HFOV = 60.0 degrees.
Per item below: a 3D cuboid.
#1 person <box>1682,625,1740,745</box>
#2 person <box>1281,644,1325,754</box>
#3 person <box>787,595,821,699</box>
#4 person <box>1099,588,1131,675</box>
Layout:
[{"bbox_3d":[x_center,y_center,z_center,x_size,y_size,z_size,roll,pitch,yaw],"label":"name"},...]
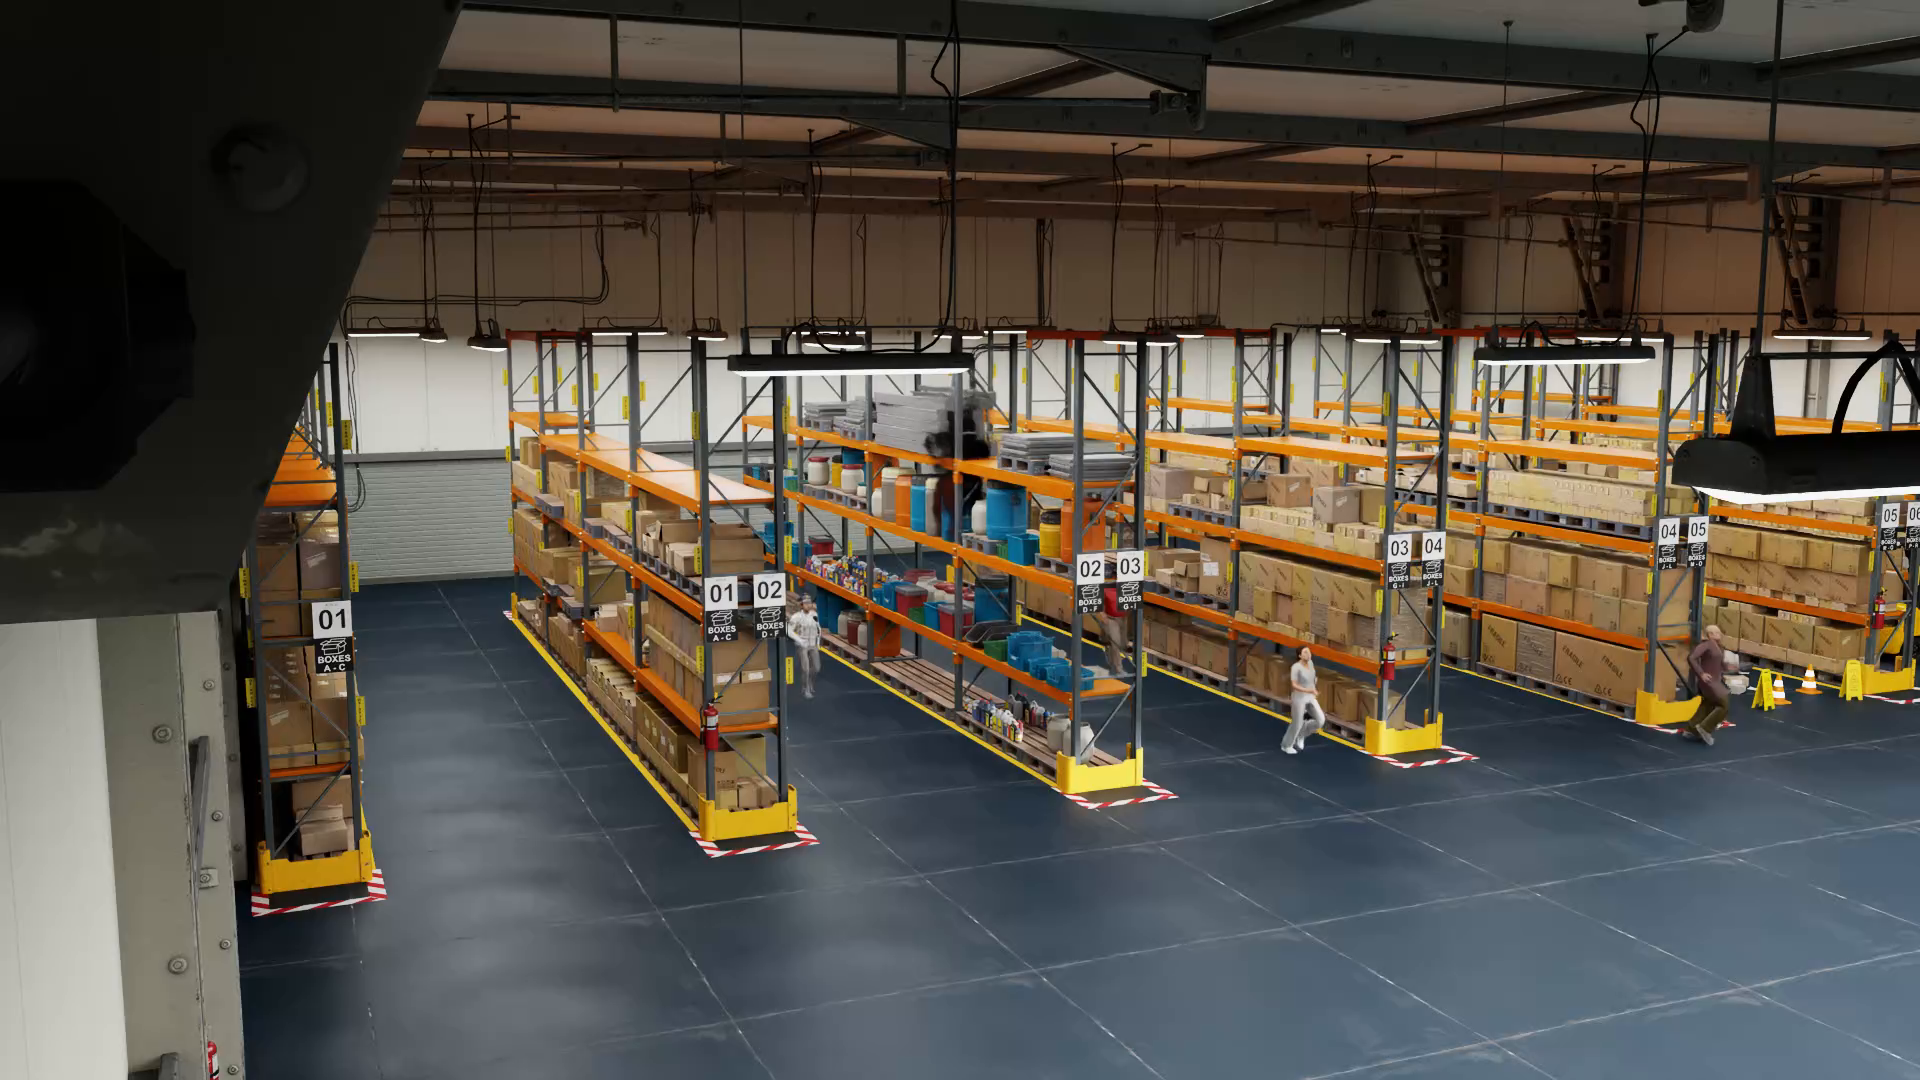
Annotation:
[{"bbox_3d":[11.090,2.139,24.537,0.710,1.792,0.694,5,9,33],"label":"person"},{"bbox_3d":[4.932,2.285,23.764,0.585,1.621,0.735,-5,9,-32],"label":"person"},{"bbox_3d":[-2.439,1.675,26.290,0.624,1.663,0.532,-4,9,-30],"label":"person"},{"bbox_3d":[2.624,1.399,28.024,0.673,1.699,0.923,-4,9,-27],"label":"person"}]
